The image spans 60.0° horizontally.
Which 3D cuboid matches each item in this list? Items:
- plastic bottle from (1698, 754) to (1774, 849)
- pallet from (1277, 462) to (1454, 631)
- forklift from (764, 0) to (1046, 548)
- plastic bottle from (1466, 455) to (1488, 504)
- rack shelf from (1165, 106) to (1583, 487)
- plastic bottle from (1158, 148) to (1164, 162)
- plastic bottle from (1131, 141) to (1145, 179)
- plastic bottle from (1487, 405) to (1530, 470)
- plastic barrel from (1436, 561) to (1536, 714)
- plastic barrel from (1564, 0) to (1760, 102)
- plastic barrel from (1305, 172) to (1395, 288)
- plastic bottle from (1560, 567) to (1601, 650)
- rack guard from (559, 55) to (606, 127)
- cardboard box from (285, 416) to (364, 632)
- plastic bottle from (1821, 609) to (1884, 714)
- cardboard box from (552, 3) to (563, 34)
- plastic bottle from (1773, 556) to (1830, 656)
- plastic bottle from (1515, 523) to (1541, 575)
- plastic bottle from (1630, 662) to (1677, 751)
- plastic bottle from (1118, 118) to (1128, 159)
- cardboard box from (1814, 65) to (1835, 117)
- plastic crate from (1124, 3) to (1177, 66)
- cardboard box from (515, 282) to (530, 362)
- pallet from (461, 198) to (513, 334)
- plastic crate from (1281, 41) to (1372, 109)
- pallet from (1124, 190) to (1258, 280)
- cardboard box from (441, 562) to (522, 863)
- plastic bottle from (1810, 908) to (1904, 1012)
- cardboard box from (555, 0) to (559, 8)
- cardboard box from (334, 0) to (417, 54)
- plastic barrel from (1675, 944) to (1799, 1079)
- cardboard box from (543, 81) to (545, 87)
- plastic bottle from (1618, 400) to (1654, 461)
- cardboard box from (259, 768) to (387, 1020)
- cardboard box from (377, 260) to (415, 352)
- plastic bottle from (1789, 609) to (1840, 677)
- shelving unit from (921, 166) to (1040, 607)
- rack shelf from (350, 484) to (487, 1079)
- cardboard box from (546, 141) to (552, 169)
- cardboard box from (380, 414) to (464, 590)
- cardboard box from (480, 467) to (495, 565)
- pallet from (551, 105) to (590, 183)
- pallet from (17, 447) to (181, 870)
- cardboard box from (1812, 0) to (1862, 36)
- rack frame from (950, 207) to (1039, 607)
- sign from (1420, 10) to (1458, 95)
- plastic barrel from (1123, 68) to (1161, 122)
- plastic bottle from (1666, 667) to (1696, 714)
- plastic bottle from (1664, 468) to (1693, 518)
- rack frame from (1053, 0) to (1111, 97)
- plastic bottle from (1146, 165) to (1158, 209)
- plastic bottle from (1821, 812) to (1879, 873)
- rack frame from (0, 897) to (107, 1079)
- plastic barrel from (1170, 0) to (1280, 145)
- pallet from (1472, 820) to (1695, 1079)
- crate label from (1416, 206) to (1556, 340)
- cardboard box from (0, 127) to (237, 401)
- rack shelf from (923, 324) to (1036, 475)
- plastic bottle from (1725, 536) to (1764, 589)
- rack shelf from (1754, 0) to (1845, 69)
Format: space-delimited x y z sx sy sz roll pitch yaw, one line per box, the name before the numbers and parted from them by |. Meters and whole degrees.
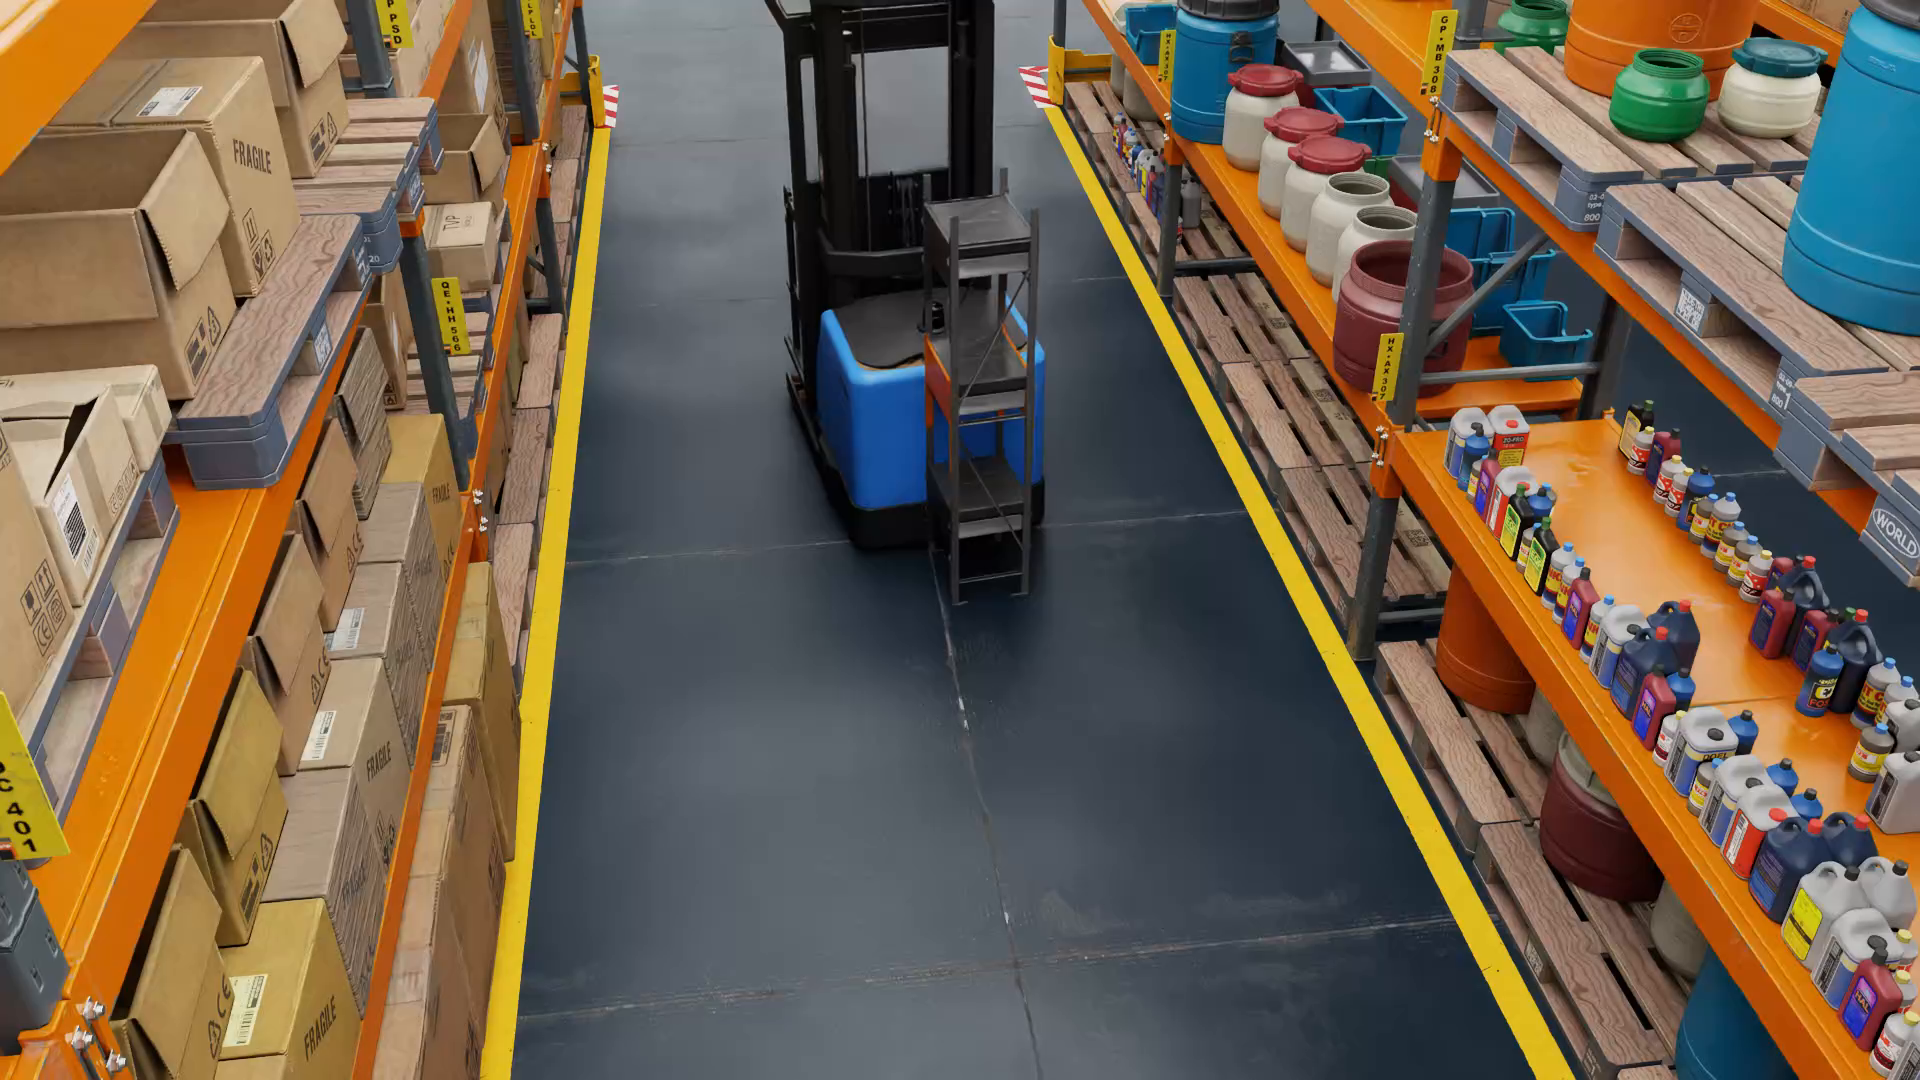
plastic bottle | 2.413 0.808 5.140 0.152 0.276 0.135 -4 35 -6
pallet | 2.318 -0.003 8.695 1.003 0.211 1.213 -4 35 -6
forklift | -0.425 -1.996 9.205 1.130 2.935 3.031 -9 35 -12
plastic bottle | 2.123 -0.251 6.759 0.097 0.201 0.097 0 34 0
rack shelf | 2.115 -1.539 9.112 1.077 0.370 4.000 -4 35 -6
plastic bottle | 1.492 -2.735 12.250 0.061 0.283 0.133 -4 35 -6
plastic bottle | 1.330 -2.843 12.419 0.097 0.271 0.097 0 34 0
plastic bottle | 2.272 -0.414 6.933 0.152 0.276 0.135 -4 35 -6
plastic barrel | 2.466 0.275 7.365 0.600 0.830 0.708 -4 35 -6
plastic barrel | 2.457 -1.993 5.722 0.600 0.830 0.708 -4 35 -6
plastic barrel | 1.977 -1.559 8.403 0.421 0.512 0.421 0 34 0
plastic bottle | 2.232 0.243 5.963 0.061 0.283 0.133 -4 35 -6
rack guard | -3.590 -3.734 13.913 1.175 0.500 0.348 -4 35 -6
cardboard box | -2.357 -0.027 5.276 0.797 0.503 0.637 -4 34 -5
plastic bottle | 3.037 0.401 5.670 0.144 0.351 0.185 -4 35 -6
cardboard box | -3.052 -3.733 11.915 0.380 0.149 0.250 -4 35 -6
plastic bottle | 2.995 0.224 5.930 0.144 0.351 0.185 -4 35 -6
plastic bottle | 2.190 0.028 6.351 0.097 0.201 0.097 0 34 0
plastic bottle | 2.306 0.550 5.512 0.061 0.283 0.133 -4 35 -6
plastic bottle | 1.255 -3.080 12.756 0.061 0.283 0.133 -4 34 -6
cardboard box | 6.420 -3.194 12.305 0.500 0.500 0.500 -4 35 -6
plastic crate | 1.428 -3.487 11.465 0.499 0.251 0.616 -4 35 -6
cardboard box | -3.001 -1.381 10.071 0.700 0.500 0.500 -7 35 -10
pallet | -2.831 -1.367 8.391 1.003 0.211 1.213 -4 35 -6
plastic crate | 2.214 -2.731 10.166 0.402 0.464 0.583 -4 35 -6
pallet | 1.797 -2.178 11.886 1.003 0.211 1.213 -4 35 -6
cardboard box | -2.452 0.746 6.633 1.225 0.875 0.875 -6 35 -9
plastic bottle | 2.499 1.164 4.617 0.152 0.276 0.135 -4 35 -6
cardboard box | -3.343 -4.112 11.896 0.875 0.500 0.500 -4 35 -6
cardboard box | -2.333 -2.114 6.121 0.500 0.500 0.500 -4 34 -6
plastic barrel | 2.770 1.506 5.496 0.600 0.901 0.708 -4 35 -6
cardboard box | -2.875 -2.894 10.684 0.380 0.149 0.250 -4 35 -6
plastic bottle | 2.861 -0.478 7.020 0.061 0.283 0.133 -4 35 -6
cardboard box | -1.936 1.011 4.643 0.500 0.500 0.500 -5 35 -7
cardboard box | -2.811 -1.162 7.458 0.700 0.500 0.500 0 34 1
plastic bottle | 2.997 0.342 5.817 0.061 0.283 0.133 -4 35 -6
shelving unit | 0.089 -0.696 8.035 0.431 2.100 0.503 -9 35 -12
rack shelf | -2.255 1.069 5.286 1.077 0.370 4.000 -4 35 -6
cardboard box | -3.353 -2.918 12.344 0.500 0.500 0.500 -1 34 -2
cardboard box | -2.212 -0.129 6.316 0.500 0.500 0.500 -3 34 -5
cardboard box | -2.722 -0.174 8.300 0.700 0.500 0.500 -7 35 -10
pallet | -3.516 -3.158 13.325 1.003 0.211 1.213 -4 35 -6
pallet | -2.159 0.219 3.400 0.805 0.209 1.217 -6 35 -8
cardboard box | 6.611 -3.907 11.860 0.700 0.500 0.500 -5 35 -7
rack frame | 0.153 -0.563 7.840 0.400 2.100 0.015 -9 35 -12
sign | 1.839 -1.870 6.389 0.100 0.325 0.005 -4 35 -6
plastic barrel | 1.539 -3.688 13.464 0.421 0.512 0.421 0 34 0
plastic bottle | 2.382 0.539 5.539 0.097 0.271 0.097 0 34 0
plastic bottle | 2.902 -0.195 6.678 0.097 0.201 0.097 0 34 0
rack frame | 1.308 -5.184 13.822 1.000 3.000 0.127 -4 35 -6
plastic bottle | 1.384 -2.544 11.969 0.061 0.283 0.133 -2 34 -3
plastic bottle | 2.592 0.931 4.893 0.144 0.351 0.185 -4 35 -6
rack frame | -1.986 1.887 3.445 1.000 3.000 0.127 -4 35 -6
plastic barrel | 1.597 -2.921 10.055 0.600 0.901 0.708 -4 35 -6
pallet | 2.692 1.549 6.419 1.003 0.211 1.213 -4 35 -6
crate label | 2.518 -1.309 8.105 0.502 0.435 0.616 -4 35 -6
cardboard box | -2.228 -0.662 4.058 0.797 0.503 0.637 -5 35 -7
rack shelf | 0.089 -0.685 8.043 0.431 0.518 0.480 -9 35 -12
plastic bottle | 2.968 0.076 6.280 0.097 0.201 0.097 0 34 0
rack shelf | 6.486 -4.144 12.934 1.077 0.370 4.000 -4 35 -6
